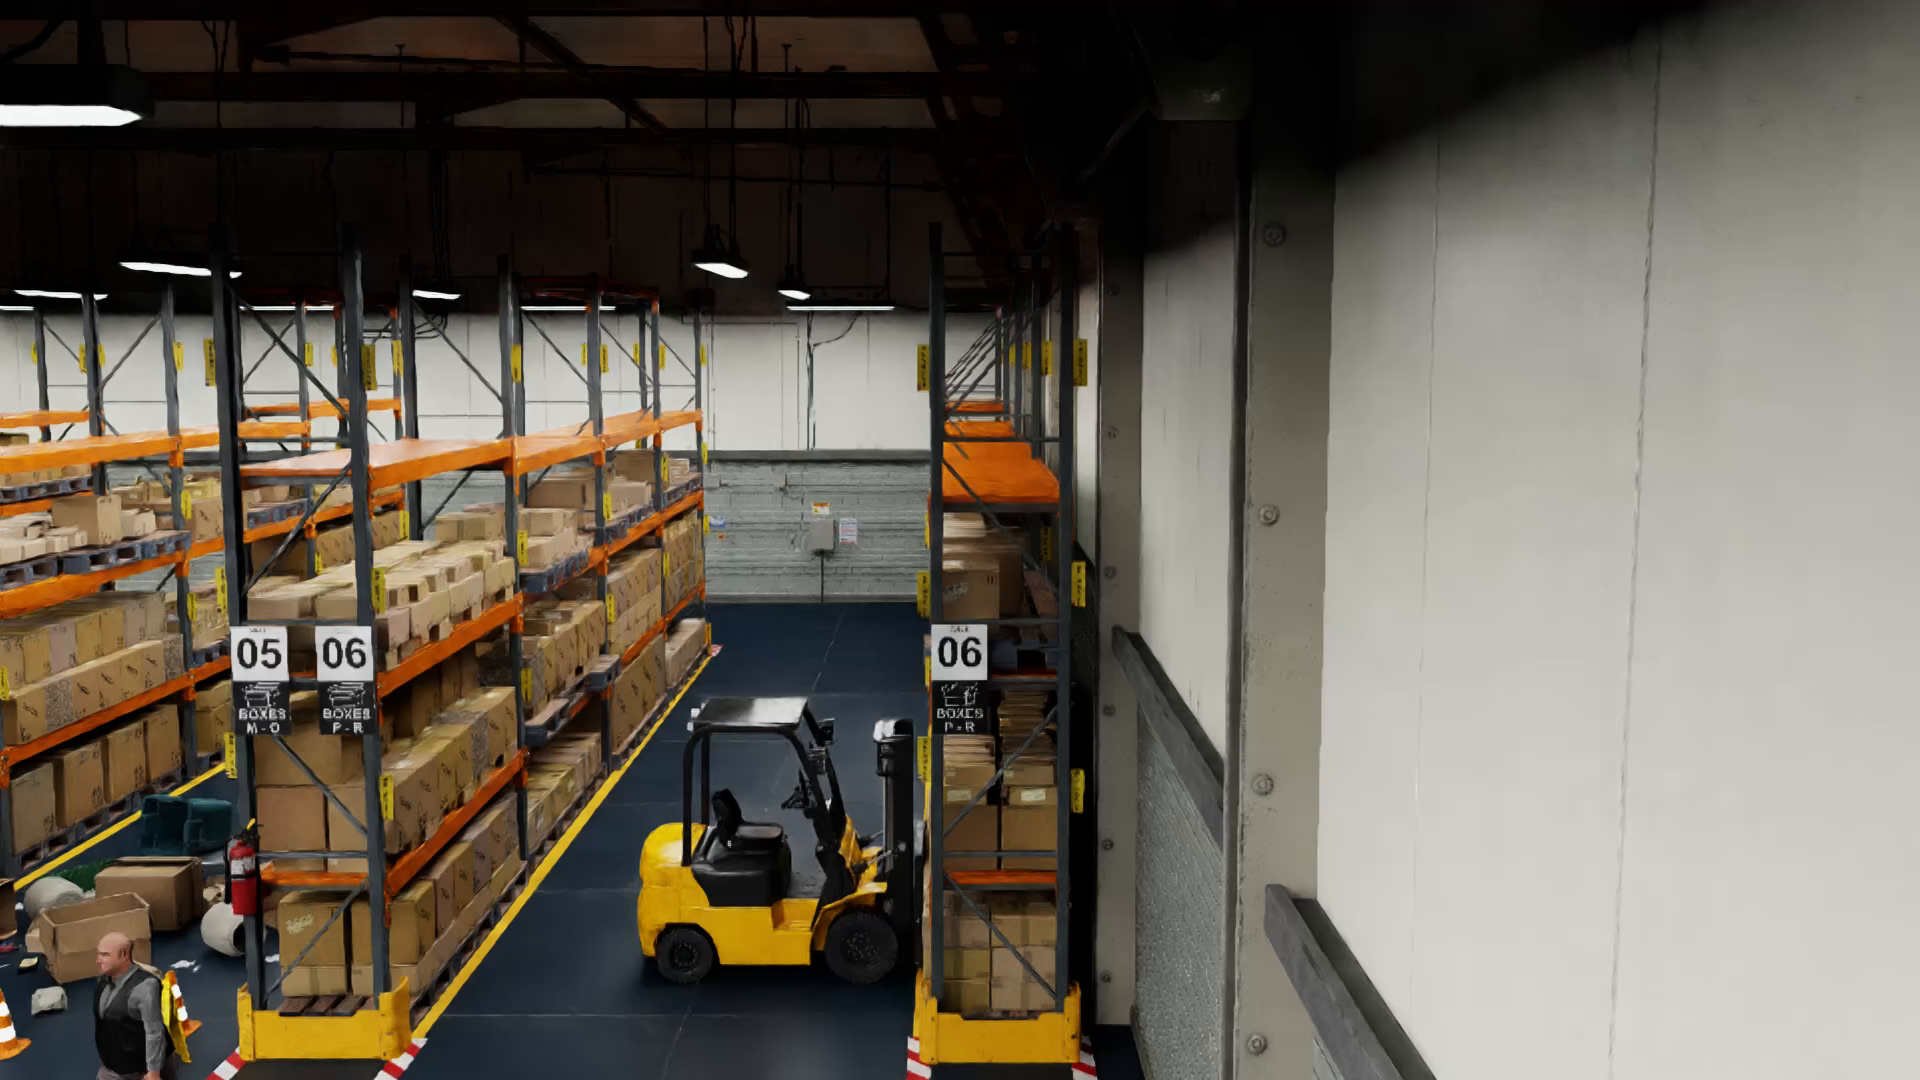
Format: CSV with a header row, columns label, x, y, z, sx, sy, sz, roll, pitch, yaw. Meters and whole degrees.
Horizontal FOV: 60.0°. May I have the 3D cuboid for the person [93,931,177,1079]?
label,x,y,z,sx,sy,sz,roll,pitch,yaw
person,-5.019,3.170,10.043,0.565,1.681,0.934,3,8,27
